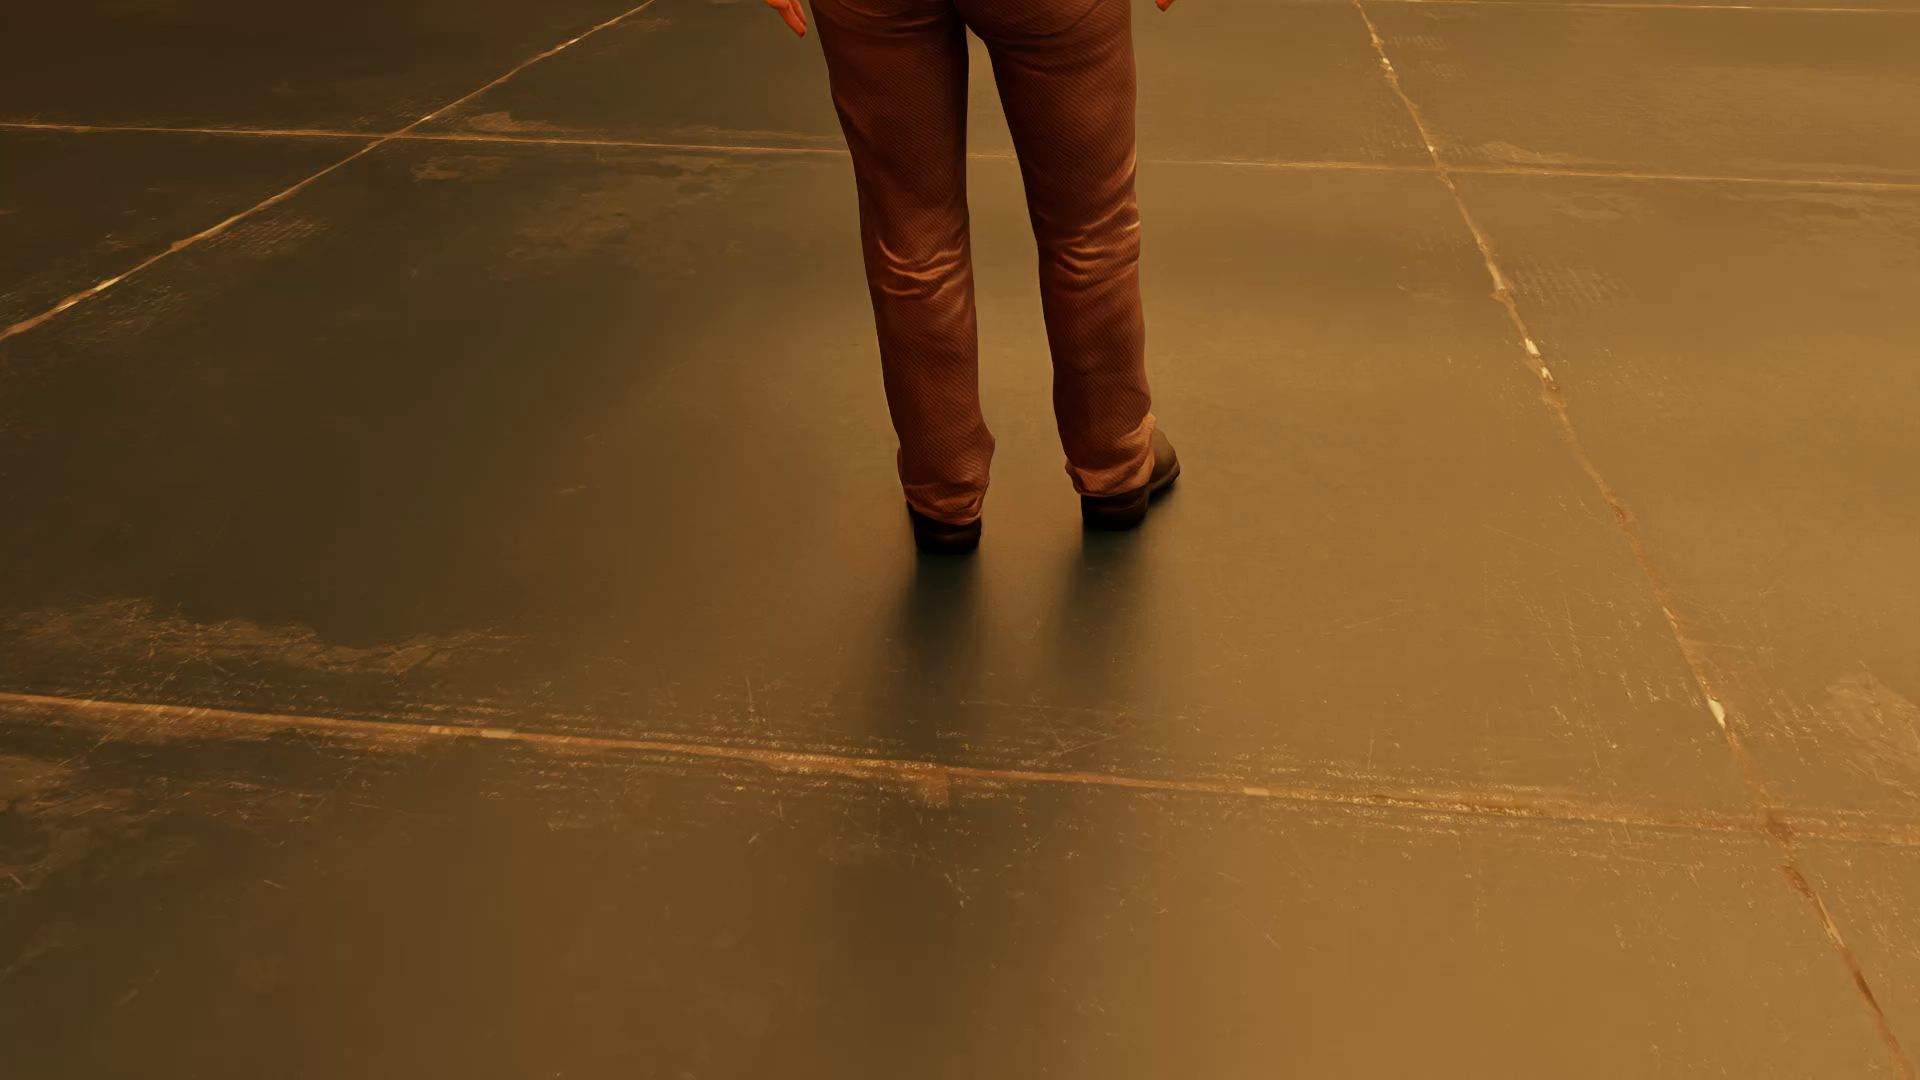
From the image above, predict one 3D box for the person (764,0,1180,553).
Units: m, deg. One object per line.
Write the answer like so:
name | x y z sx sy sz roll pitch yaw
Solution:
person | 0.015 -0.804 2.167 0.634 1.722 0.566 3 27 7
